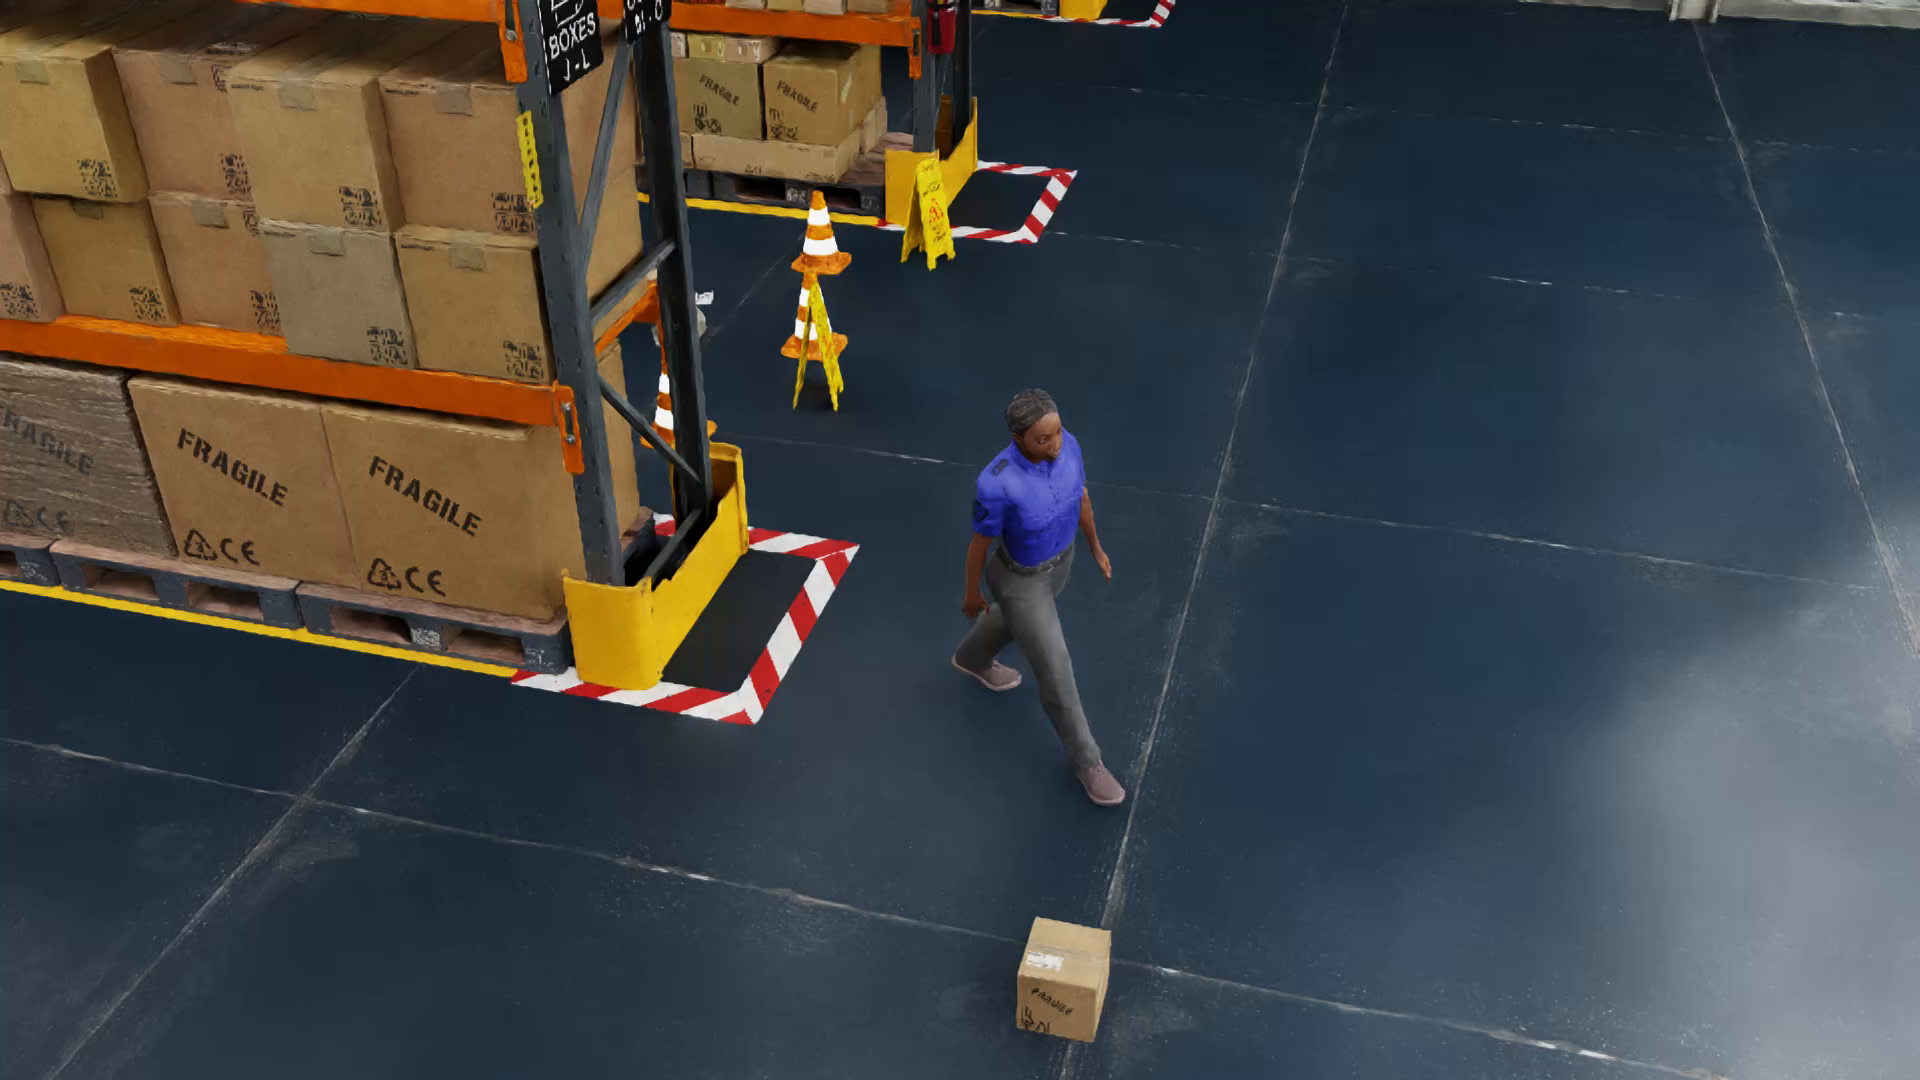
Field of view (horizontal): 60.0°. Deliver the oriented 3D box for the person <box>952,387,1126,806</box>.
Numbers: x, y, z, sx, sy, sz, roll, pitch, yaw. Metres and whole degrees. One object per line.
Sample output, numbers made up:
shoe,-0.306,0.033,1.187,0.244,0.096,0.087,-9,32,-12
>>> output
person,0.286,0.108,5.999,0.998,1.595,0.552,25,40,33
